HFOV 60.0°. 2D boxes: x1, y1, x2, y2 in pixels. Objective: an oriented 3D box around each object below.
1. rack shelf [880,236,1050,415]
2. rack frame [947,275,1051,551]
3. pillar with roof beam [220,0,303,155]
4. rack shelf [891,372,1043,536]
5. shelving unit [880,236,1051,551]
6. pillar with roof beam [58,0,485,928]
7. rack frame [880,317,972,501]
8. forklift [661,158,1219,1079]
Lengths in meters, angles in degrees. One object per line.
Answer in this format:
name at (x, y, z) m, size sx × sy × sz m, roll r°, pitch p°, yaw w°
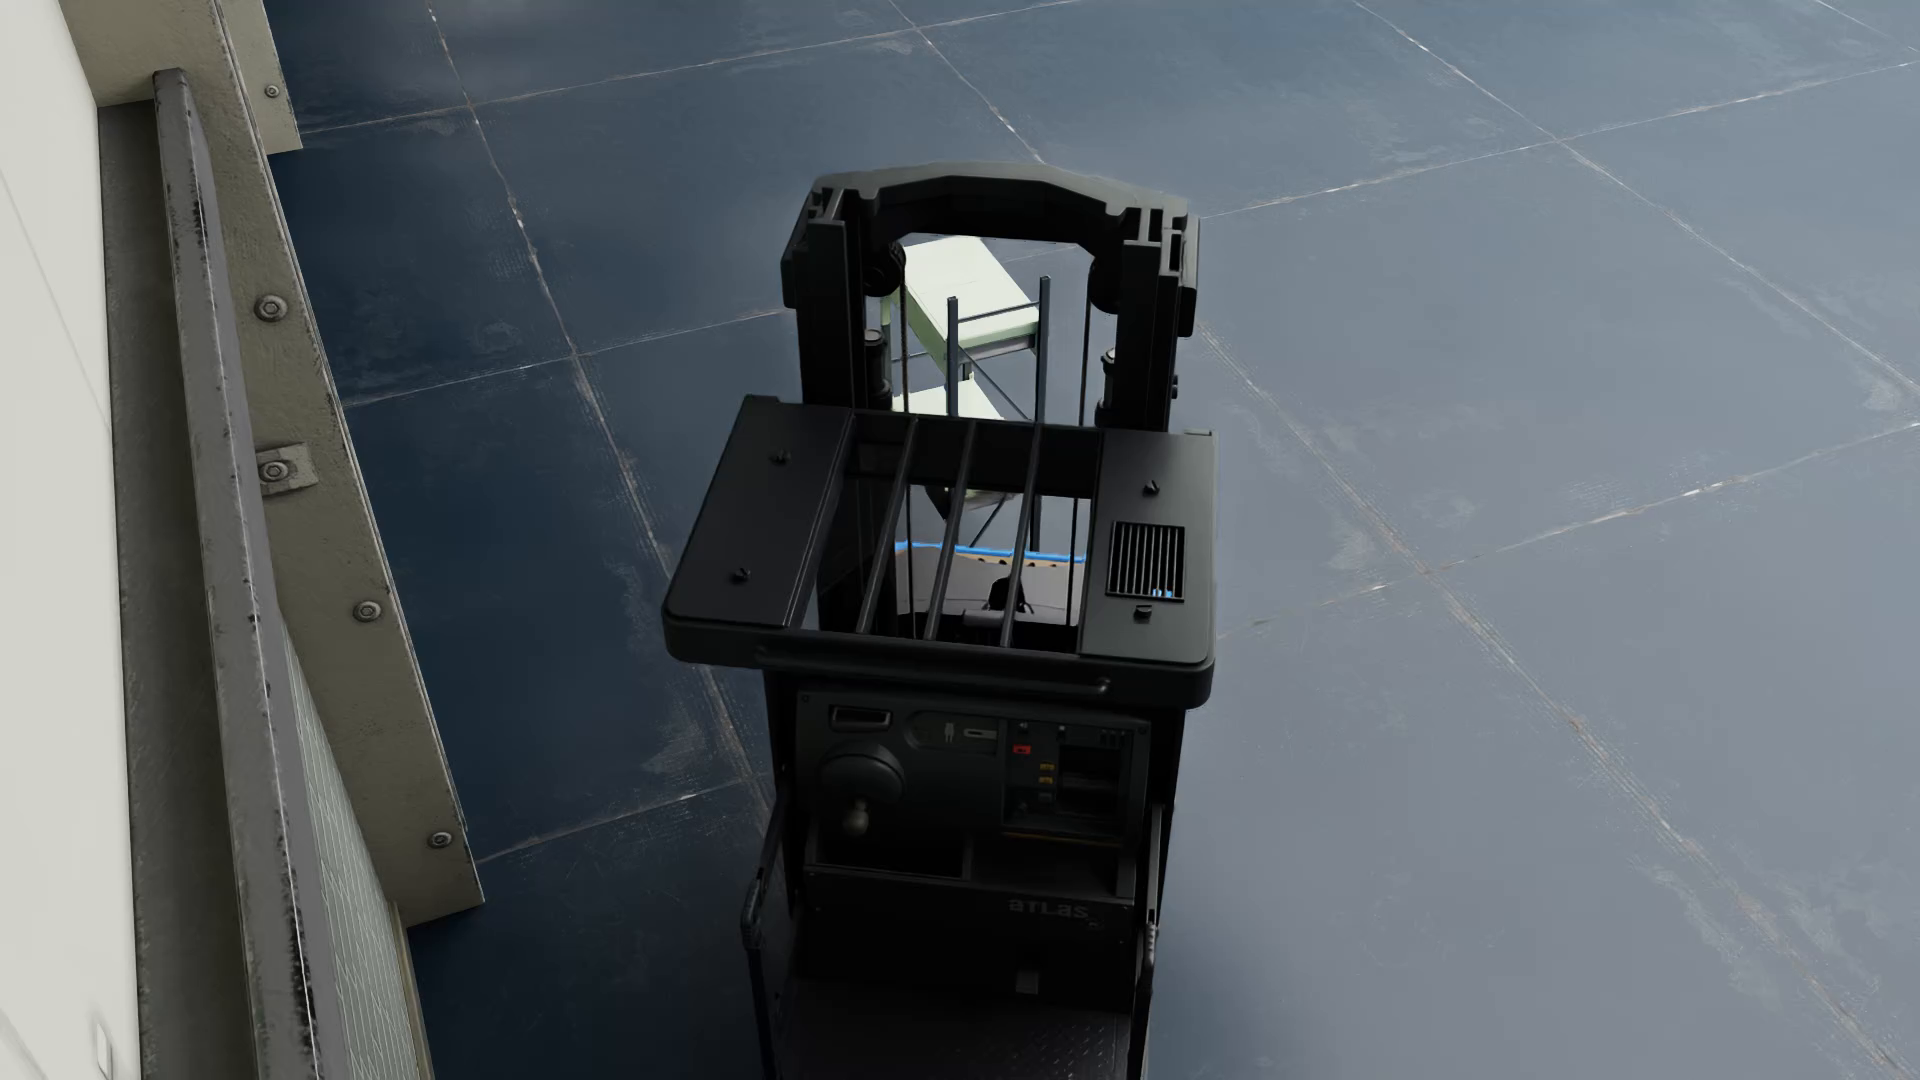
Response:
rack shelf at (0.003, -0.861, 6.502) m, size 0.431 × 0.370 × 0.720 m, roll -15°, pitch 43°, yaw -17°
rack frame at (0.143, -0.344, 6.500) m, size 0.400 × 1.500 × 0.023 m, roll -15°, pitch 43°, yaw -17°
pillar with roof beam at (-0.188, -6.919, 8.394) m, size 9.100 × 9.000 × 0.400 m, roll -15°, pitch 43°, yaw -17°
rack shelf at (0.003, -0.317, 6.969) m, size 0.431 × 0.370 × 0.720 m, roll -15°, pitch 43°, yaw -17°
shelving unit at (0.003, -0.565, 6.756) m, size 0.431 × 1.500 × 0.755 m, roll -15°, pitch 43°, yaw -17°
pillar with roof beam at (2.107, -3.305, 4.191) m, size 9.100 × 9.000 × 0.400 m, roll -15°, pitch 43°, yaw -17°
rack frame at (-0.137, -0.785, 7.013) m, size 0.400 × 1.500 × 0.023 m, roll -15°, pitch 43°, yaw -17°
forklift at (0.003, 0.685, 4.205) m, size 1.130 × 2.935 × 3.031 m, roll 5°, pitch 41°, yaw 6°
